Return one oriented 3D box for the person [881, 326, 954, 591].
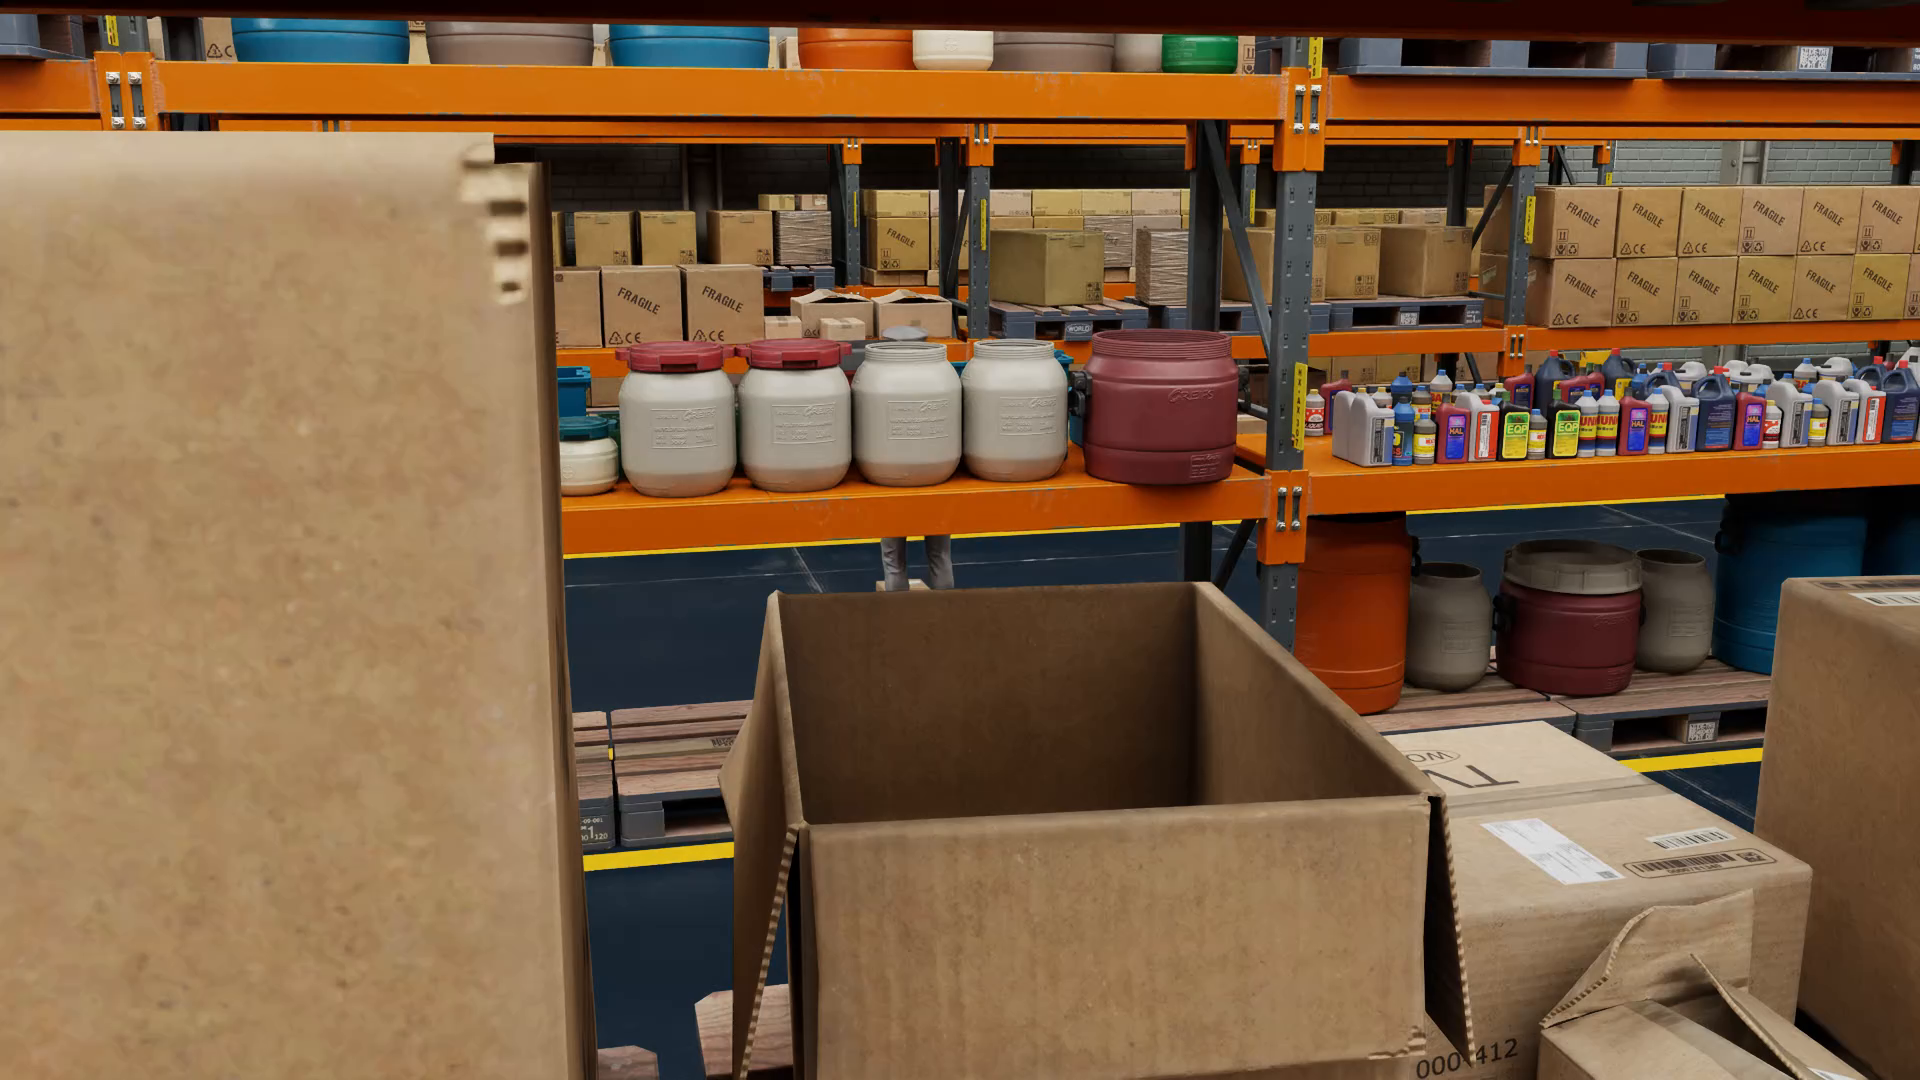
[{"bbox_3d":[-0.243,-0.267,8.641,0.528,1.662,0.375,-4,13,-16],"label":"person"}]
